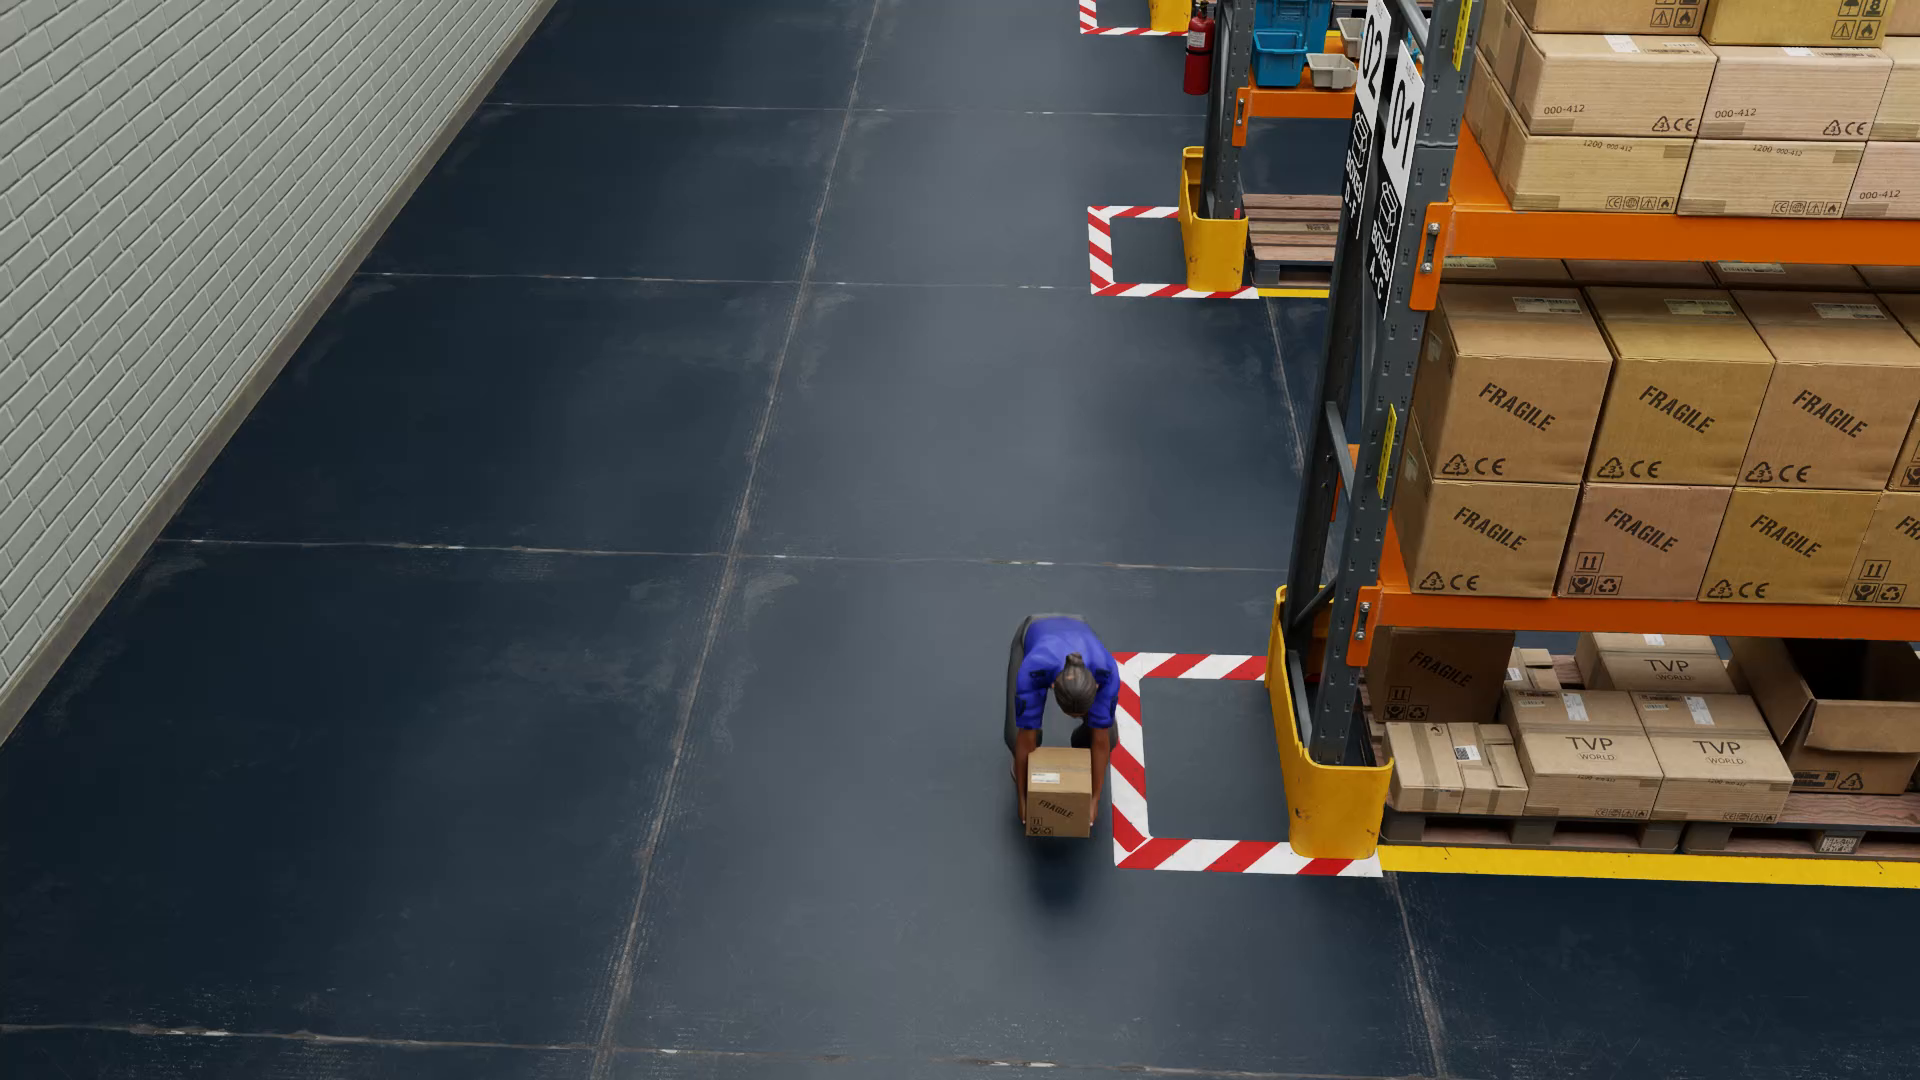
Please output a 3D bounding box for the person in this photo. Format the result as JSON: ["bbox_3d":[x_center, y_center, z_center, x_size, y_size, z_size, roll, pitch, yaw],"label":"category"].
[{"bbox_3d":[0.415,0.691,6.784,0.469,0.940,0.856,0,36,0],"label":"person"}]
